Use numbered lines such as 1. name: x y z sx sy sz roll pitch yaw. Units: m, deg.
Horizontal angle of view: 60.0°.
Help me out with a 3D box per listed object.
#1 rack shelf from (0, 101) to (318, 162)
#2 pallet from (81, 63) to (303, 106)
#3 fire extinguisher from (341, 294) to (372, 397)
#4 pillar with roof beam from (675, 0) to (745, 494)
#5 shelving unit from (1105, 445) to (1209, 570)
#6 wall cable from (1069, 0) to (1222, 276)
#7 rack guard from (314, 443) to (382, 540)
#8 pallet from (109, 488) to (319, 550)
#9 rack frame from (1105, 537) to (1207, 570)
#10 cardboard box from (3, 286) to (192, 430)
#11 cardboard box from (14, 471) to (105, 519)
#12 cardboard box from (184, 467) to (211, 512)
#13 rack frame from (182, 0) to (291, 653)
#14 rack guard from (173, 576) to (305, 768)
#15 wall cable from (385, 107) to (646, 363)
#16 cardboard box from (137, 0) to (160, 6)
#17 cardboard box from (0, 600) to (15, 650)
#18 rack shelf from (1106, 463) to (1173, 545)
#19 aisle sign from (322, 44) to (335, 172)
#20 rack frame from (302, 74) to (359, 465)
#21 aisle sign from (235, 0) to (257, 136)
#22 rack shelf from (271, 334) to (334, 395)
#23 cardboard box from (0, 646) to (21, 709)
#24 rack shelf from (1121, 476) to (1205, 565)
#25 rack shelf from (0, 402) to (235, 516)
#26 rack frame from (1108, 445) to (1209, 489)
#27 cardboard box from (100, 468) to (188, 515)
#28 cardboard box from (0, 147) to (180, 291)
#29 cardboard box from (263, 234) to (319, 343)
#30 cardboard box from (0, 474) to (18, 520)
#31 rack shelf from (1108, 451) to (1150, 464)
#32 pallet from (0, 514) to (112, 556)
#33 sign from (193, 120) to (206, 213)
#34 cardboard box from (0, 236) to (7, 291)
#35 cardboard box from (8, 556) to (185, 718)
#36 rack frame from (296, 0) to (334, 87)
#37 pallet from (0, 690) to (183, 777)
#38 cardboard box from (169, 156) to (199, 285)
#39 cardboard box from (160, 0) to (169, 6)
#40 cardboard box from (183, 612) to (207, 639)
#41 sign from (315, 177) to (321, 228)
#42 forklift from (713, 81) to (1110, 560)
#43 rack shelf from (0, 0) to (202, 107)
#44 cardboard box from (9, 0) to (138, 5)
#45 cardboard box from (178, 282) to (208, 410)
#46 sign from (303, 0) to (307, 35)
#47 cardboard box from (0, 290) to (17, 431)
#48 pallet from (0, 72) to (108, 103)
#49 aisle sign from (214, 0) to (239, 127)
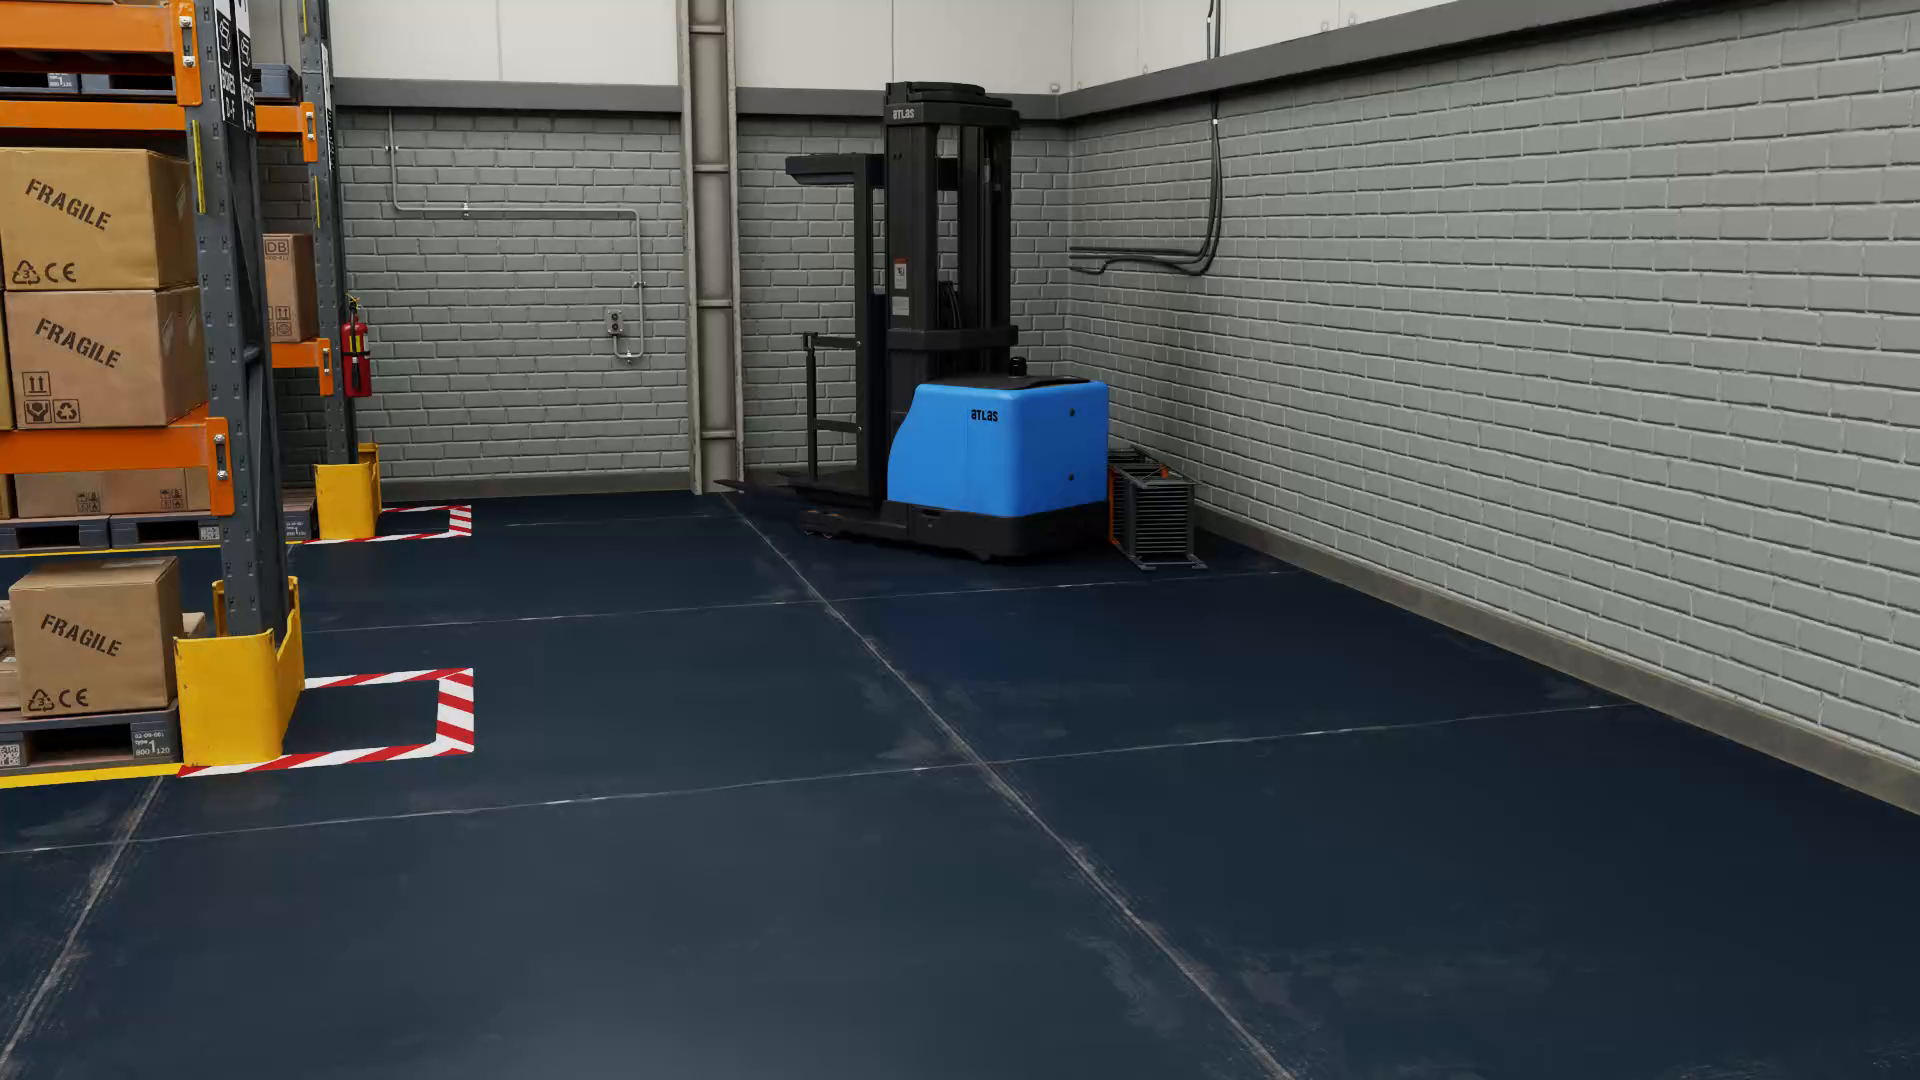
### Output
1. rack shelf: -6.191 -2.600 10.587 4.000 0.370 1.077 -3 11 -16
2. pallet: -4.980 -2.972 10.866 1.213 0.211 1.003 -3 11 -16
3. fire extinguisher: -3.997 -1.286 10.990 0.183 0.674 0.296 -3 11 -16
4. pillar with roof beam: -0.717 -4.069 8.294 0.400 9.000 9.100 -3 11 -16
5. shelving unit: 1.173 -0.252 10.974 0.431 0.503 2.100 -1 10 -6
6. wall cable: 1.260 -3.227 12.299 0.112 2.526 3.097 -3 11 -16
7. rack guard: -4.248 -0.352 11.576 0.348 0.500 1.175 -3 11 -16
8. pallet: -5.016 -0.154 11.302 1.213 0.211 1.003 -3 11 -16
9. rack frame: 1.173 -0.012 11.016 0.400 0.015 2.100 -1 10 -6
10. cardboard box: -3.236 -0.698 6.277 0.500 0.500 0.500 -3 11 -14
11. cardboard box: -5.878 -0.453 10.968 0.500 0.500 0.700 -3 11 -18
12. cardboard box: -4.915 -0.504 11.245 0.500 0.500 0.700 -3 11 -16
13. rack frame: -2.882 -0.719 6.667 0.127 3.000 1.000 -3 11 -16
14. rack guard: -2.955 0.514 6.872 0.348 0.500 1.175 -3 11 -16
15. wall cable: -3.306 -2.309 12.497 1.851 1.984 0.084 -3 11 -16
16. cardboard box: -3.447 -2.139 6.508 0.500 0.250 0.500 -3 11 -16
17. cardboard box: -3.964 0.421 6.857 0.500 0.250 0.500 -3 11 -16
18. rack shelf: 1.175 -0.250 10.960 0.431 0.480 0.518 -1 10 -6
19. aisle sign: -4.118 -2.810 10.844 0.004 0.787 0.394 -3 11 -16
20. rack frame: -4.271 -1.580 11.343 0.127 3.000 1.000 -3 11 -16
21. aisle sign: -2.899 -2.052 6.727 0.004 0.787 0.394 -3 11 -16
22. rack shelf: -6.191 -1.125 10.859 4.000 0.370 1.077 -3 11 -16
23. cardboard box: -3.750 0.533 6.475 0.250 0.166 0.380 -3 11 -16
24. rack shelf: 1.251 -0.130 10.275 0.431 0.480 0.518 -1 10 -6
25. rack shelf: -4.803 -0.264 6.182 4.000 0.370 1.077 -3 11 -16
26. rack frame: 1.173 -0.493 10.932 0.400 0.015 2.100 -1 10 -6
27. cardboard box: -5.395 -0.479 11.107 0.500 0.500 0.700 -3 11 -16
28. cardboard box: -3.233 -1.189 6.185 0.500 0.500 0.500 -3 11 -16
29. cardboard box: -4.757 -1.700 11.166 0.700 0.700 0.980 -3 11 -13
30. cardboard box: -6.388 -0.425 10.815 0.500 0.500 0.700 -3 11 -15
31. rack shelf: 1.098 -0.370 11.646 0.431 0.480 0.518 -1 10 -6
32. pallet: -6.186 -0.093 10.970 1.213 0.211 1.003 -3 11 -16
33. sign: -2.747 -1.346 6.004 0.005 0.325 0.100 -3 11 -16
34. cardboard box: -3.718 -1.164 6.045 0.500 0.500 0.500 -3 11 -14
35. cardboard box: -3.336 0.364 6.471 0.500 0.500 0.500 -3 11 -16
36. rack frame: -4.271 -4.530 10.800 0.127 3.000 1.000 -3 11 -16
37. pallet: -3.721 0.697 6.678 1.213 0.211 1.003 -3 11 -16
38. cardboard box: -3.382 -1.283 6.694 0.500 0.500 0.500 -3 11 -14
39. cardboard box: -4.897 -3.521 10.511 0.500 0.500 0.500 -3 11 -16
40. cardboard box: -3.381 0.428 7.094 0.250 0.149 0.380 -3 11 -16
41. sign: -4.132 -2.171 10.701 0.005 0.325 0.100 -3 11 -16
42. forklift: -0.463 -1.517 11.191 3.031 2.935 1.130 9 14 41
43. rack shelf: -4.803 -1.739 5.910 4.000 0.370 1.077 -3 11 -16
44. cardboard box: -3.302 -2.049 6.019 0.500 0.250 0.500 -3 11 -16
45. cardboard box: -3.382 -0.791 6.785 0.500 0.500 0.500 -3 11 -15
46. sign: -4.132 -3.357 10.482 0.005 0.325 0.100 -3 11 -16
47. cardboard box: -3.733 -0.671 6.132 0.500 0.500 0.500 -3 11 -15
48. pallet: -6.153 -2.910 10.527 1.213 0.211 1.003 -3 11 -16
49. aisle sign: -2.731 -1.948 6.161 0.004 0.787 0.394 -3 11 -16
